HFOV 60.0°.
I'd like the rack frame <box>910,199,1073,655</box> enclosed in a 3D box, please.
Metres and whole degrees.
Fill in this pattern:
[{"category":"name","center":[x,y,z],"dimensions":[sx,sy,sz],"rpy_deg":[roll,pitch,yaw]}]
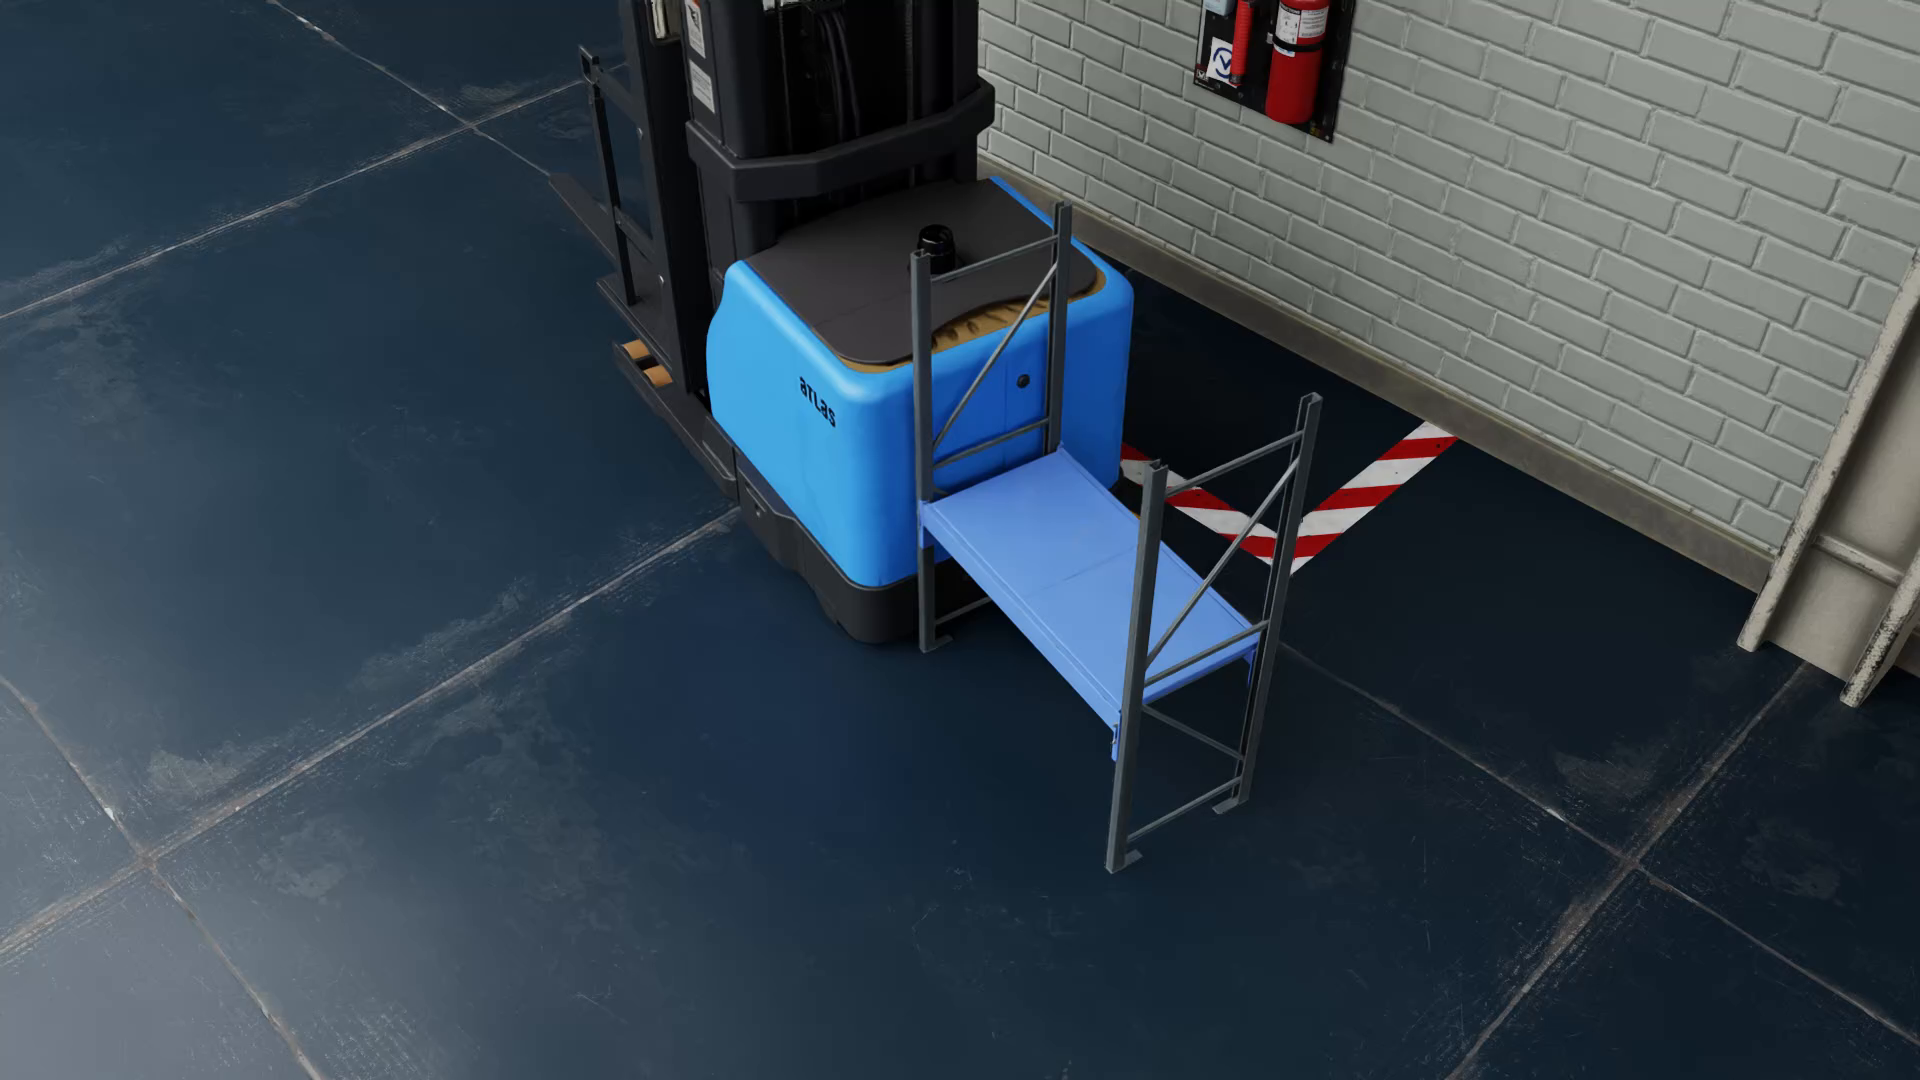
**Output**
[{"category":"rack frame","center":[0.089,-0.282,4.950],"dimensions":[0.500,1.500,0.032],"rpy_deg":[-23,48,-23]}]

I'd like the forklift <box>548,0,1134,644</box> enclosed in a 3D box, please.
[{"category":"forklift","center":[-0.669,-1.724,5.456],"dimensions":[1.130,2.935,3.031],"rpy_deg":[-23,48,-23]}]

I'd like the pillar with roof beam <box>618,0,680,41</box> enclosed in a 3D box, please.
[{"category":"pillar with roof beam","center":[-4.524,-3.767,3.196],"dimensions":[9.100,9.000,0.400],"rpy_deg":[-34,53,-31]}]

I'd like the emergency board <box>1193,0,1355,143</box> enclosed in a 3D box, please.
[{"category":"emergency board","center":[1.044,-1.950,5.650],"dimensions":[0.194,1.169,0.643],"rpy_deg":[-34,53,-31]}]

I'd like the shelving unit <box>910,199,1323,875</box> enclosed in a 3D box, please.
[{"category":"shelving unit","center":[0.361,0.009,4.635],"dimensions":[0.538,1.500,1.048],"rpy_deg":[-23,48,-23]}]

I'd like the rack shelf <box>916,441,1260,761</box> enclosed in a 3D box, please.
[{"category":"rack shelf","center":[0.361,0.141,4.757],"dimensions":[0.538,0.185,1.000],"rpy_deg":[-23,48,-23]}]

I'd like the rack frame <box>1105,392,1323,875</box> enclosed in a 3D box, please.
[{"category":"rack frame","center":[0.633,0.301,4.320],"dimensions":[0.500,1.500,0.032],"rpy_deg":[-23,48,-23]}]

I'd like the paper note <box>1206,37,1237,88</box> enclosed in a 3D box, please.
[{"category":"paper note","center":[0.967,-1.745,6.077],"dimensions":[0.016,0.148,0.142],"rpy_deg":[-34,53,-31]}]
